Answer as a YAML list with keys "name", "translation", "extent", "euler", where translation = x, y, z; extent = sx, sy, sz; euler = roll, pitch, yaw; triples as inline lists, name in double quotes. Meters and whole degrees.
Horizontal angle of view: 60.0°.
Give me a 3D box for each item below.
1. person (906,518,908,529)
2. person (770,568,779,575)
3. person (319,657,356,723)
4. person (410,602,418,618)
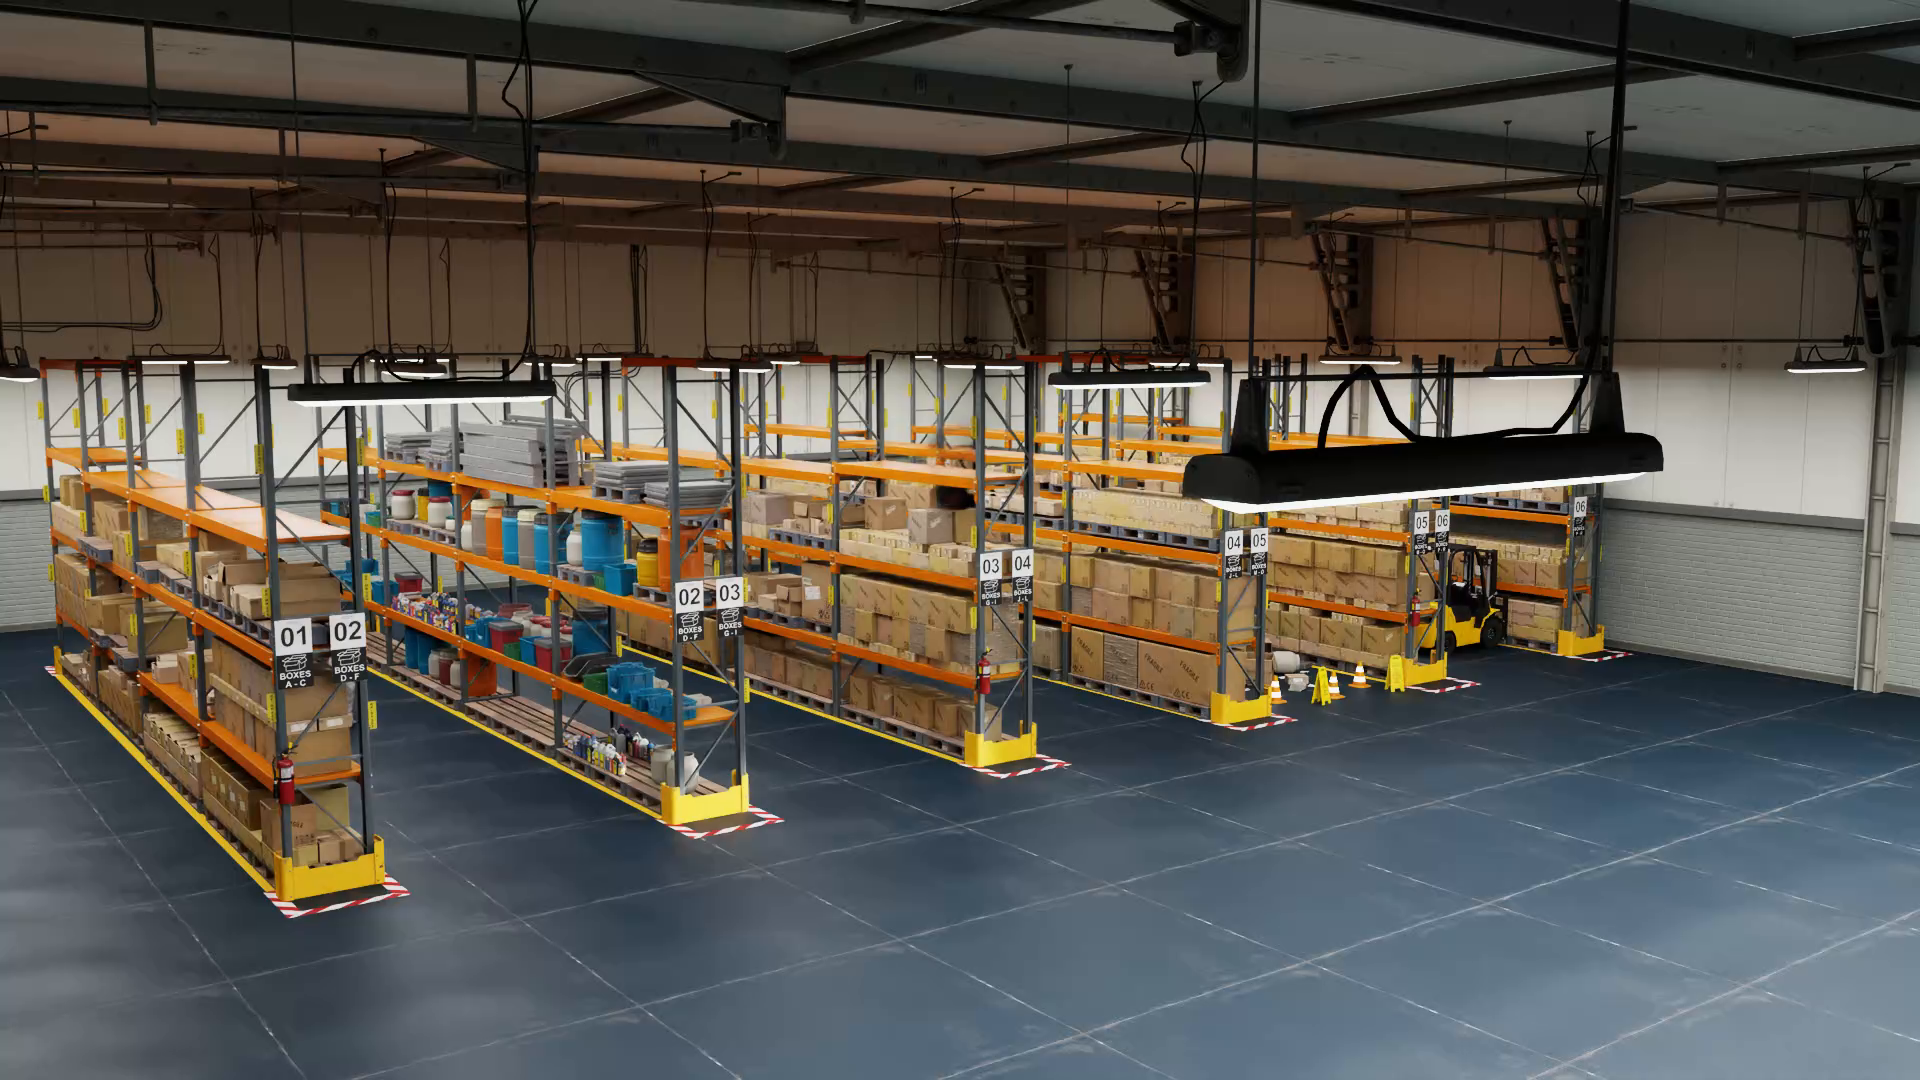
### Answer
- name: "person"
  translation: [-1.316, 0.122, 44.848]
  extent: [0.875, 1.628, 0.645]
  euler: [0, 7, -4]
- name: "person"
  translation: [1.307, 1.482, 15.939]
  extent: [18.654, 5.851, 33.754]
  euler: [-7, 10, -44]
- name: "person"
  translation: [-10.348, 2.145, 27.671]
  extent: [0.855, 1.766, 0.667]
  euler: [5, 9, 38]
- name: "person"
  translation: [-3.183, 1.246, 35.644]
  extent: [17.243, 1.660, 1.603]
  euler: [-6, 9, -43]
